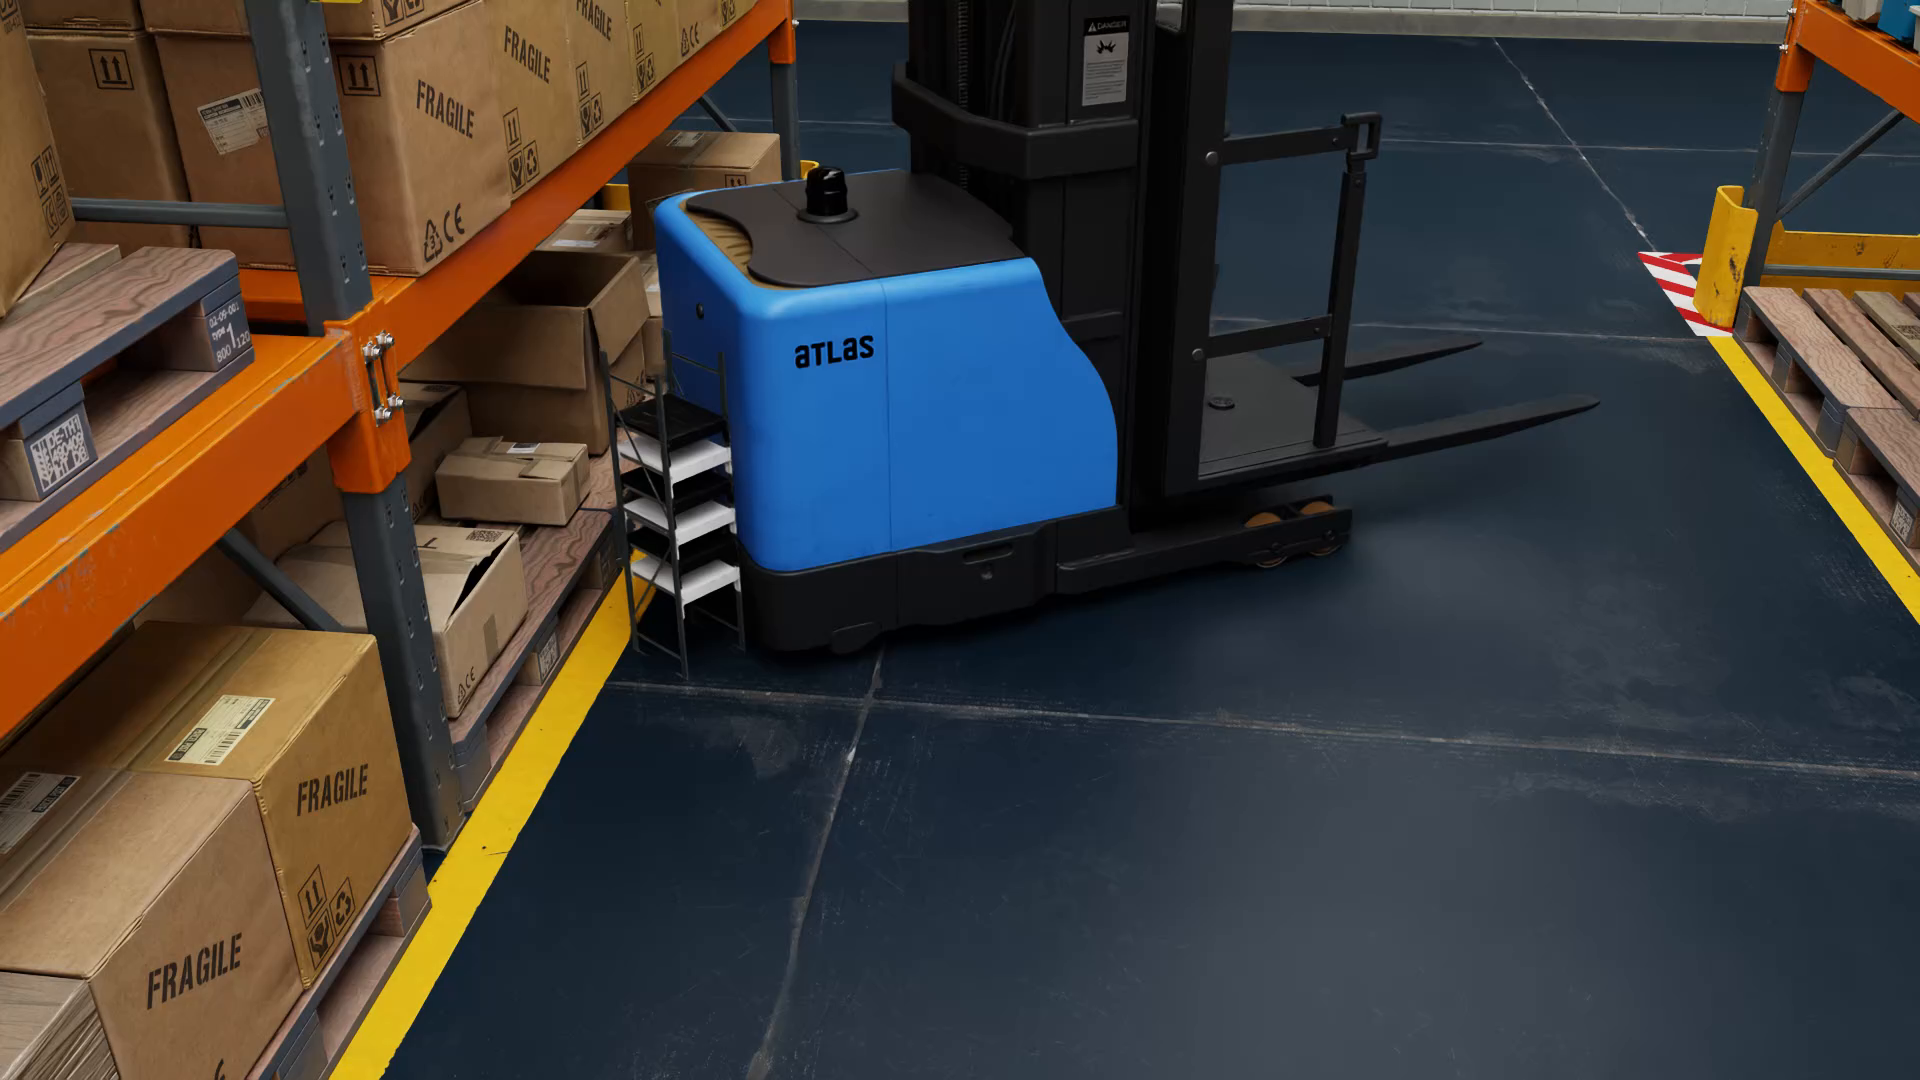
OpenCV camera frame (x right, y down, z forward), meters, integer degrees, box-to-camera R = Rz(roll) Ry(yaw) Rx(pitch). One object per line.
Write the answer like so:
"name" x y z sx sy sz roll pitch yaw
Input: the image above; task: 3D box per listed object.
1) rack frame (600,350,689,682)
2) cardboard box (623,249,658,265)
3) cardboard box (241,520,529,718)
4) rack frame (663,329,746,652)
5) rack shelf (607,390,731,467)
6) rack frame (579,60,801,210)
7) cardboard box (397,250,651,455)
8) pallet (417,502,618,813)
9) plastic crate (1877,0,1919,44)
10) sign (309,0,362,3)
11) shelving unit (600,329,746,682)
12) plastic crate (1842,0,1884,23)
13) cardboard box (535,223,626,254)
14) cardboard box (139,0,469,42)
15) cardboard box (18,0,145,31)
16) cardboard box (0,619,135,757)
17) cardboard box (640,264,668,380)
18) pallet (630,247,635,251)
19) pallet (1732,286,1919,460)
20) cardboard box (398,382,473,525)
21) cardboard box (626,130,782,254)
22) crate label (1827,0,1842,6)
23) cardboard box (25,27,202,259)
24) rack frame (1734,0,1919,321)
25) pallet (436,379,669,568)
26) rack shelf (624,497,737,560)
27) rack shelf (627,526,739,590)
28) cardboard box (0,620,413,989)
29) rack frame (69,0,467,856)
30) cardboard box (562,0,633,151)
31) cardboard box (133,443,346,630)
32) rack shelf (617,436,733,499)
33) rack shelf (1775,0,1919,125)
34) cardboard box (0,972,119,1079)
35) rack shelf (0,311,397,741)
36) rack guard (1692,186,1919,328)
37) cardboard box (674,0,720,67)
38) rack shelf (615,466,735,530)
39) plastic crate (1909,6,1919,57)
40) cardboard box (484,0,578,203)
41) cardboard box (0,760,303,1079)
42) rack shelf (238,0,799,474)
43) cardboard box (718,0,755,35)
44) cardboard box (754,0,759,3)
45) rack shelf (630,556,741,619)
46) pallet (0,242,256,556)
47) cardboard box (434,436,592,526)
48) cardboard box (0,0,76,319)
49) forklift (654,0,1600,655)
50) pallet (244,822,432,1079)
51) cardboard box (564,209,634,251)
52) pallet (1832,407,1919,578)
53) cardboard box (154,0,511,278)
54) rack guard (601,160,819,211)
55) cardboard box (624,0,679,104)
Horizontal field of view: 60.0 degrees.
"rack frame" -0.829 -0.050 4.393 0.240 0.900 0.006 24 36 37
"cardboard box" -1.158 -1.016 6.497 0.380 0.166 0.250 3 28 6
"cardboard box" -1.421 0.162 4.157 0.500 0.311 0.500 3 28 6
"rack frame" -0.691 -0.121 4.524 0.240 0.900 0.006 24 36 37
"rack shelf" -0.760 -0.293 4.346 0.258 0.077 0.200 24 36 37
"rack frame" -1.197 -2.526 6.775 1.000 3.000 0.127 3 28 6
"cardboard box" -1.462 -0.622 5.410 0.797 0.503 0.637 3 28 6
"pallet" -1.602 0.262 4.542 1.003 0.211 1.213 3 28 6
"plastic crate" 3.281 -1.782 5.508 0.416 0.233 0.300 3 28 6
"sign" -1.136 -1.122 2.949 0.100 0.325 0.005 3 28 6
"shelving unit" -0.760 -0.085 4.459 0.258 0.900 0.210 24 36 37
"plastic crate" 3.240 -1.903 5.835 0.250 0.136 0.298 3 28 6
"cardboard box" -1.607 -1.034 6.442 0.500 0.250 0.500 3 28 6
"cardboard box" -1.350 -1.332 3.401 0.500 0.500 0.500 4 29 8
"cardboard box" -1.882 -1.380 3.489 0.500 0.500 0.500 3 29 6
"cardboard box" -1.988 0.478 3.373 0.500 0.500 0.500 2 28 4
"cardboard box" -1.166 -0.793 5.995 0.500 0.250 0.500 3 28 6
"pallet" -1.303 -0.887 6.674 1.003 0.211 1.213 3 28 6
"pallet" 3.579 -0.622 6.183 1.003 0.211 1.213 3 28 6
"cardboard box" -1.807 -0.290 4.998 0.500 0.311 0.500 3 28 6
"cardboard box" -1.019 -1.349 6.762 0.500 0.500 0.500 3 28 6
"crate label" 3.361 -2.092 6.083 0.416 0.233 0.303 3 28 6
"cardboard box" -1.881 -0.937 3.721 0.500 0.500 0.500 4 29 7
"rack frame" 3.718 -2.236 6.238 1.000 3.000 0.127 3 28 6
"pallet" -1.455 -0.314 5.611 1.003 0.211 1.213 3 28 6
"rack shelf" -0.760 -0.056 4.475 0.258 0.077 0.200 24 36 37
"rack shelf" -0.760 0.023 4.517 0.258 0.077 0.200 24 36 37
"cardboard box" -1.463 0.513 3.307 0.500 0.500 0.500 3 28 6
"rack frame" -1.687 -0.643 3.280 1.000 3.000 0.127 3 28 6
"cardboard box" -1.231 -1.387 4.557 0.500 0.500 0.500 3 28 6
"cardboard box" -1.899 -0.021 4.297 0.500 0.500 0.500 3 28 6
"rack shelf" -0.760 -0.214 4.389 0.258 0.077 0.200 24 36 37
"rack shelf" 3.473 -0.978 4.661 1.077 0.370 4.000 3 28 6
"cardboard box" -1.594 0.981 2.438 0.500 0.500 0.500 4 29 7
"rack shelf" -1.932 0.615 1.704 1.077 0.370 4.000 3 28 6
"rack guard" 3.708 -1.148 6.853 1.175 0.500 0.348 3 28 6
"cardboard box" -1.109 -1.864 5.442 0.500 0.500 0.500 4 29 7
"rack shelf" -0.760 -0.135 4.432 0.258 0.077 0.200 24 36 37
"plastic crate" 3.157 -1.584 5.242 0.250 0.136 0.298 3 28 6
"cardboard box" -1.295 -1.152 4.120 0.500 0.500 0.500 4 29 7
"cardboard box" -1.532 0.745 2.876 0.500 0.500 0.500 3 29 6
"rack shelf" -1.442 -1.267 5.199 1.077 0.370 4.000 3 28 6
"cardboard box" -1.042 -2.099 5.877 0.500 0.500 0.500 4 29 7
"cardboard box" -0.982 -2.343 6.331 0.500 0.500 0.500 4 29 8
"rack shelf" -0.760 0.103 4.560 0.258 0.077 0.200 24 36 37
"pallet" -1.894 -0.188 2.640 1.003 0.211 1.213 3 28 6
"cardboard box" -1.325 -0.182 4.948 0.380 0.166 0.250 3 28 6
"cardboard box" -1.967 -0.662 2.767 0.700 0.500 0.500 -6 29 -11
"forklift" 0.658 -1.422 4.799 3.031 2.935 1.130 -12 30 -21
"pallet" -1.749 0.970 3.227 1.003 0.211 1.213 3 28 6
"cardboard box" -1.590 -1.287 7.018 0.380 0.149 0.250 3 28 6
"pallet" 3.427 -0.050 5.120 1.003 0.211 1.213 3 28 6
"cardboard box" -1.354 -0.911 3.673 0.500 0.500 0.500 4 29 8
"rack guard" -1.207 -1.389 7.302 1.175 0.500 0.348 3 28 6
"cardboard box" -1.171 -1.627 5.002 0.500 0.500 0.500 3 28 5
